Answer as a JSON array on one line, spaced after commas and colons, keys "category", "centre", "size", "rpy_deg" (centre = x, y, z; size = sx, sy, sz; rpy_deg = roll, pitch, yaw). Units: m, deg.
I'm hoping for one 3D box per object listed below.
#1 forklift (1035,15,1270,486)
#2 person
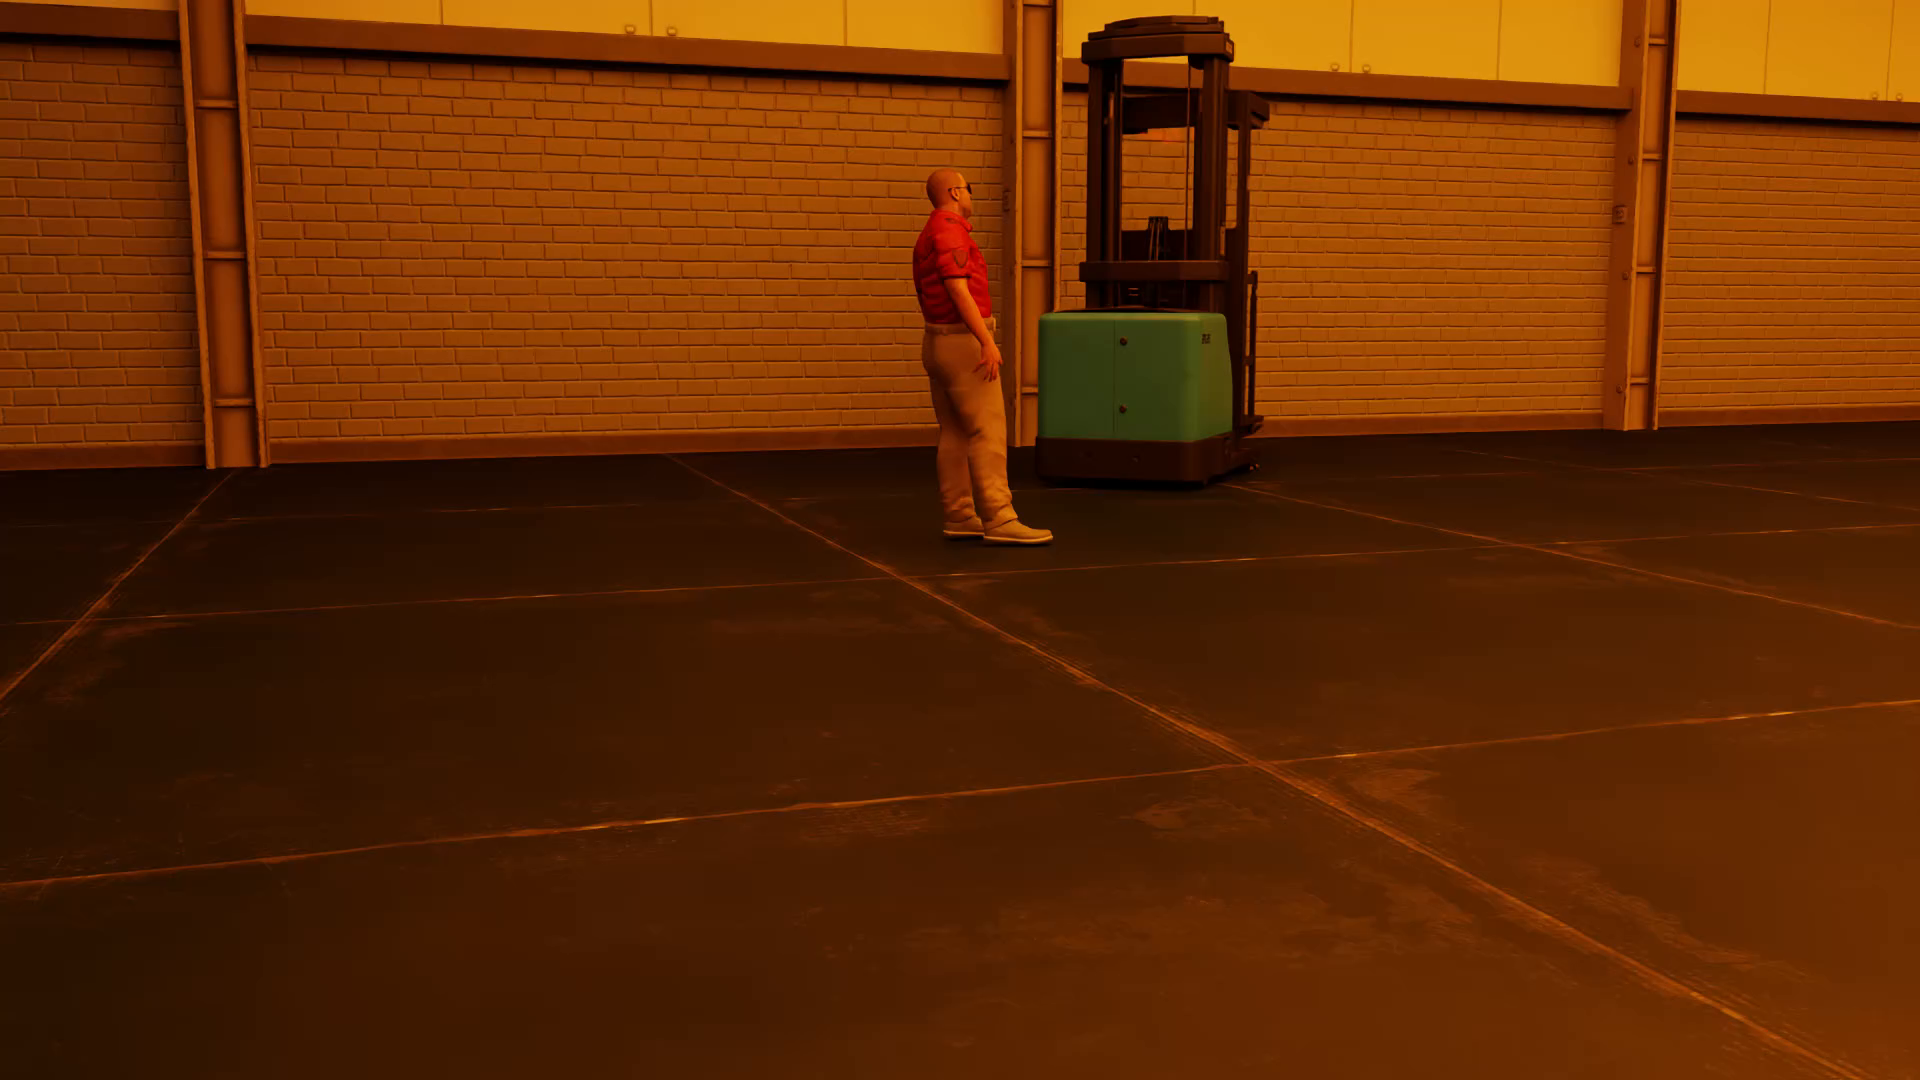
[{"category": "forklift", "centre": [1.466, -1.942, 11.326], "size": [1.130, 2.935, 3.031], "rpy_deg": [3, 8, 21]}, {"category": "person", "centre": [0.089, -0.865, 7.823], "size": [0.551, 1.727, 0.640], "rpy_deg": [-3, 8, -18]}]
